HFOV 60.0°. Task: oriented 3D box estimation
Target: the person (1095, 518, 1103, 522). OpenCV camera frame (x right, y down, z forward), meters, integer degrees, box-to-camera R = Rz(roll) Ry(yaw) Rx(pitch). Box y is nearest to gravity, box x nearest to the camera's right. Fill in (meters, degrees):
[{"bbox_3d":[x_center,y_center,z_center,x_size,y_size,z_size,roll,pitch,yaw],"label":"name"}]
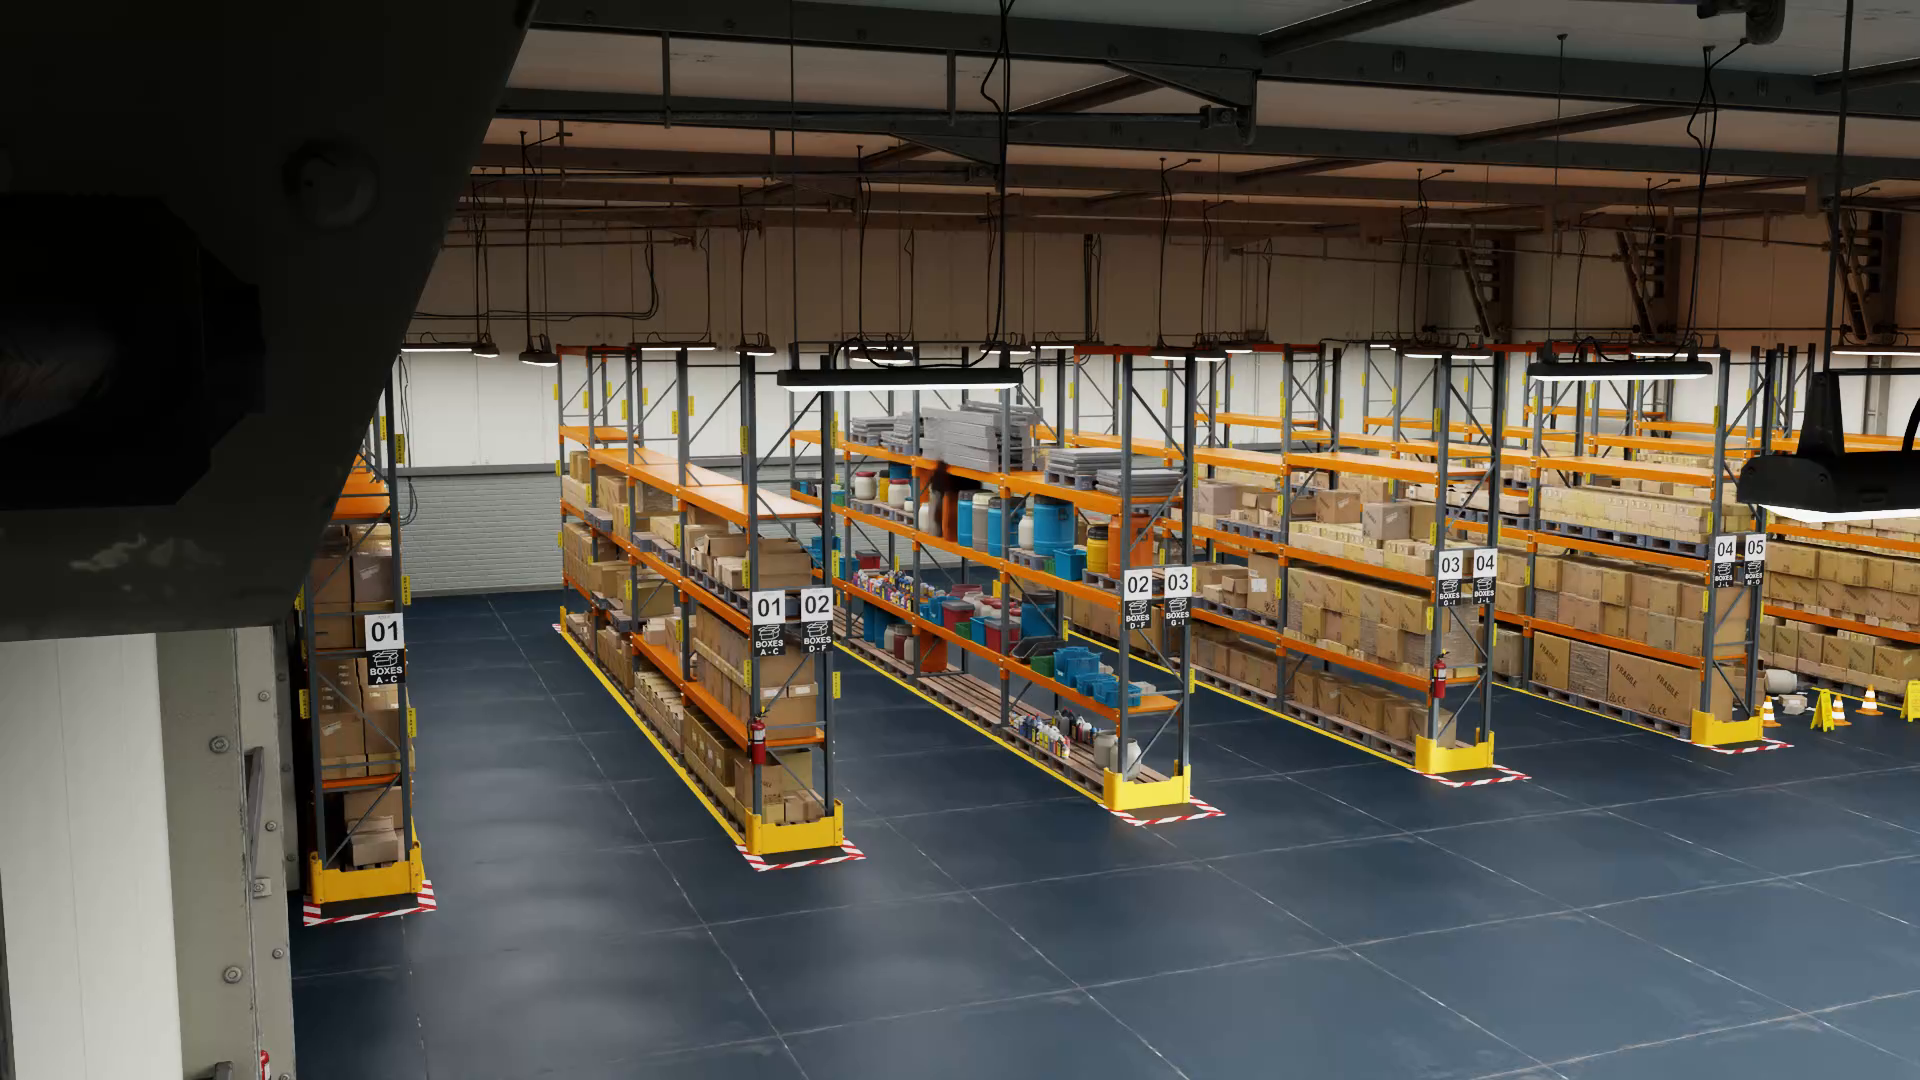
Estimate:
[{"bbox_3d":[3.263,0.339,39.928,0.710,1.768,1.010,-1,7,-5],"label":"person"}]
